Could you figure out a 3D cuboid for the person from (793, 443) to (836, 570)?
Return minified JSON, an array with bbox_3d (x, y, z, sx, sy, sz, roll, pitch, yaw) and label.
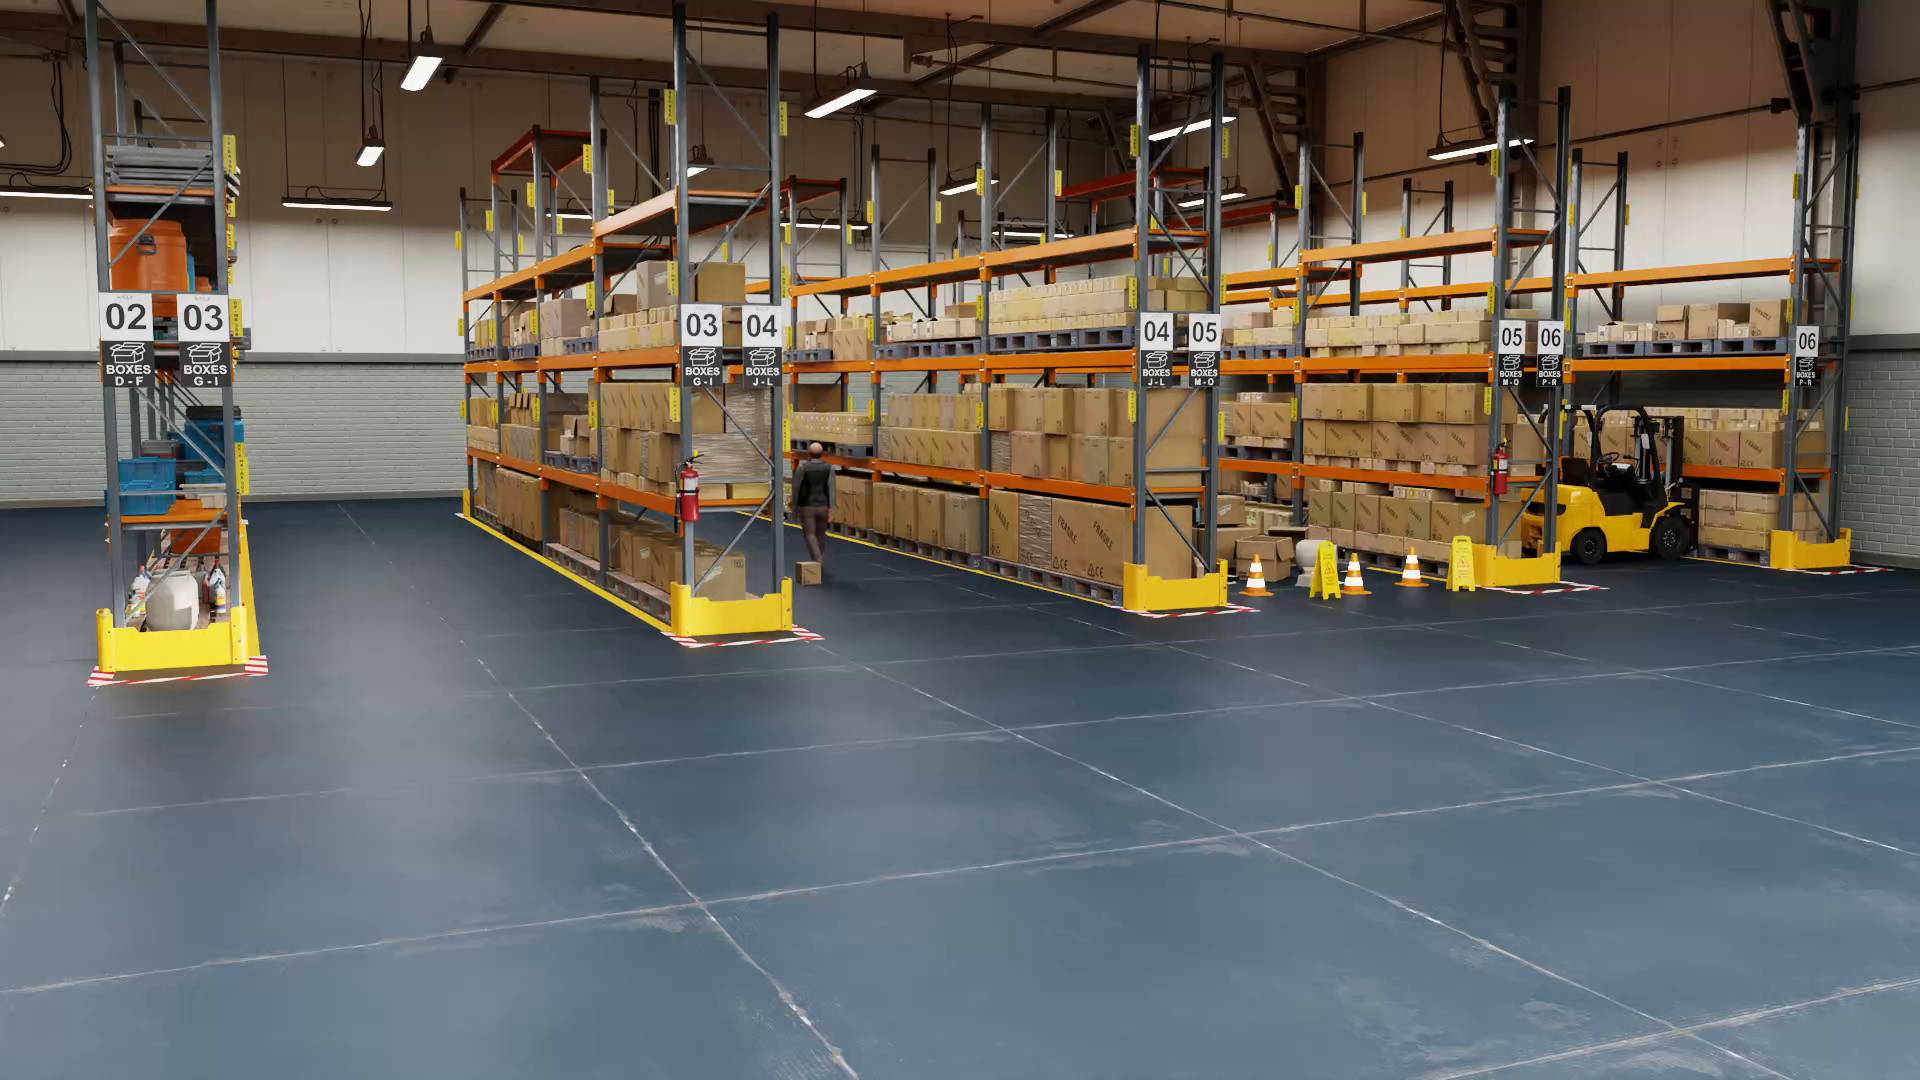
[{"bbox_3d":[-1.875,-0.409,21.284,0.538,1.680,1.000,-2,6,-20],"label":"person"}]
